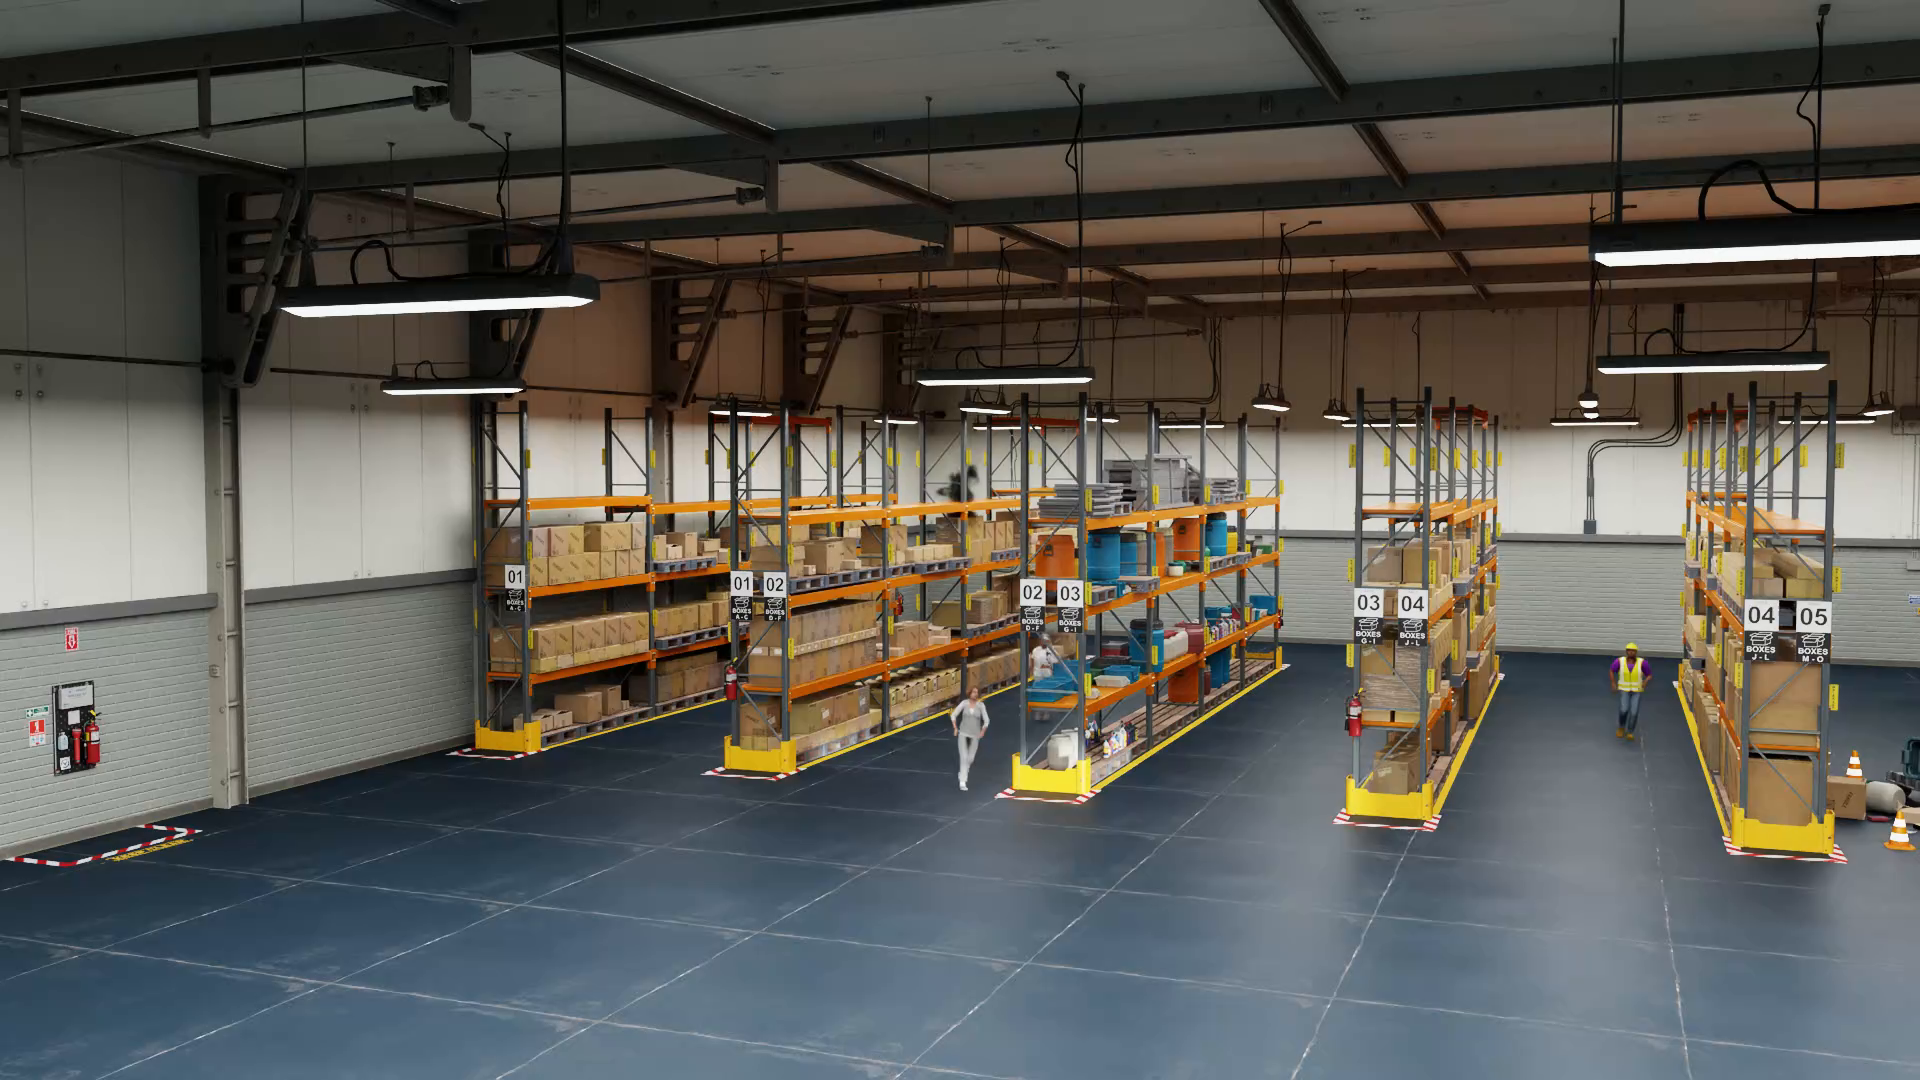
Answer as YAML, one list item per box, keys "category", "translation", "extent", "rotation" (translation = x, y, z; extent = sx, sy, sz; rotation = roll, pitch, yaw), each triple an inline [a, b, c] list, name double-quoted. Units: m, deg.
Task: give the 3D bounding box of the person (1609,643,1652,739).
- category: "person"
  translation: [11.916, 2.690, 29.527]
  extent: [0.704, 1.733, 0.612]
  rotation: [1, 3, 18]

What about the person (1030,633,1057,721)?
- category: "person"
  translation: [1.578, 2.615, 31.718]
  extent: [0.546, 1.695, 0.676]
  rotation: [1, 3, 11]

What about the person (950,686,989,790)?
- category: "person"
  translation: [0.149, 3.002, 25.403]
  extent: [0.590, 1.566, 0.570]
  rotation: [0, 3, -4]
